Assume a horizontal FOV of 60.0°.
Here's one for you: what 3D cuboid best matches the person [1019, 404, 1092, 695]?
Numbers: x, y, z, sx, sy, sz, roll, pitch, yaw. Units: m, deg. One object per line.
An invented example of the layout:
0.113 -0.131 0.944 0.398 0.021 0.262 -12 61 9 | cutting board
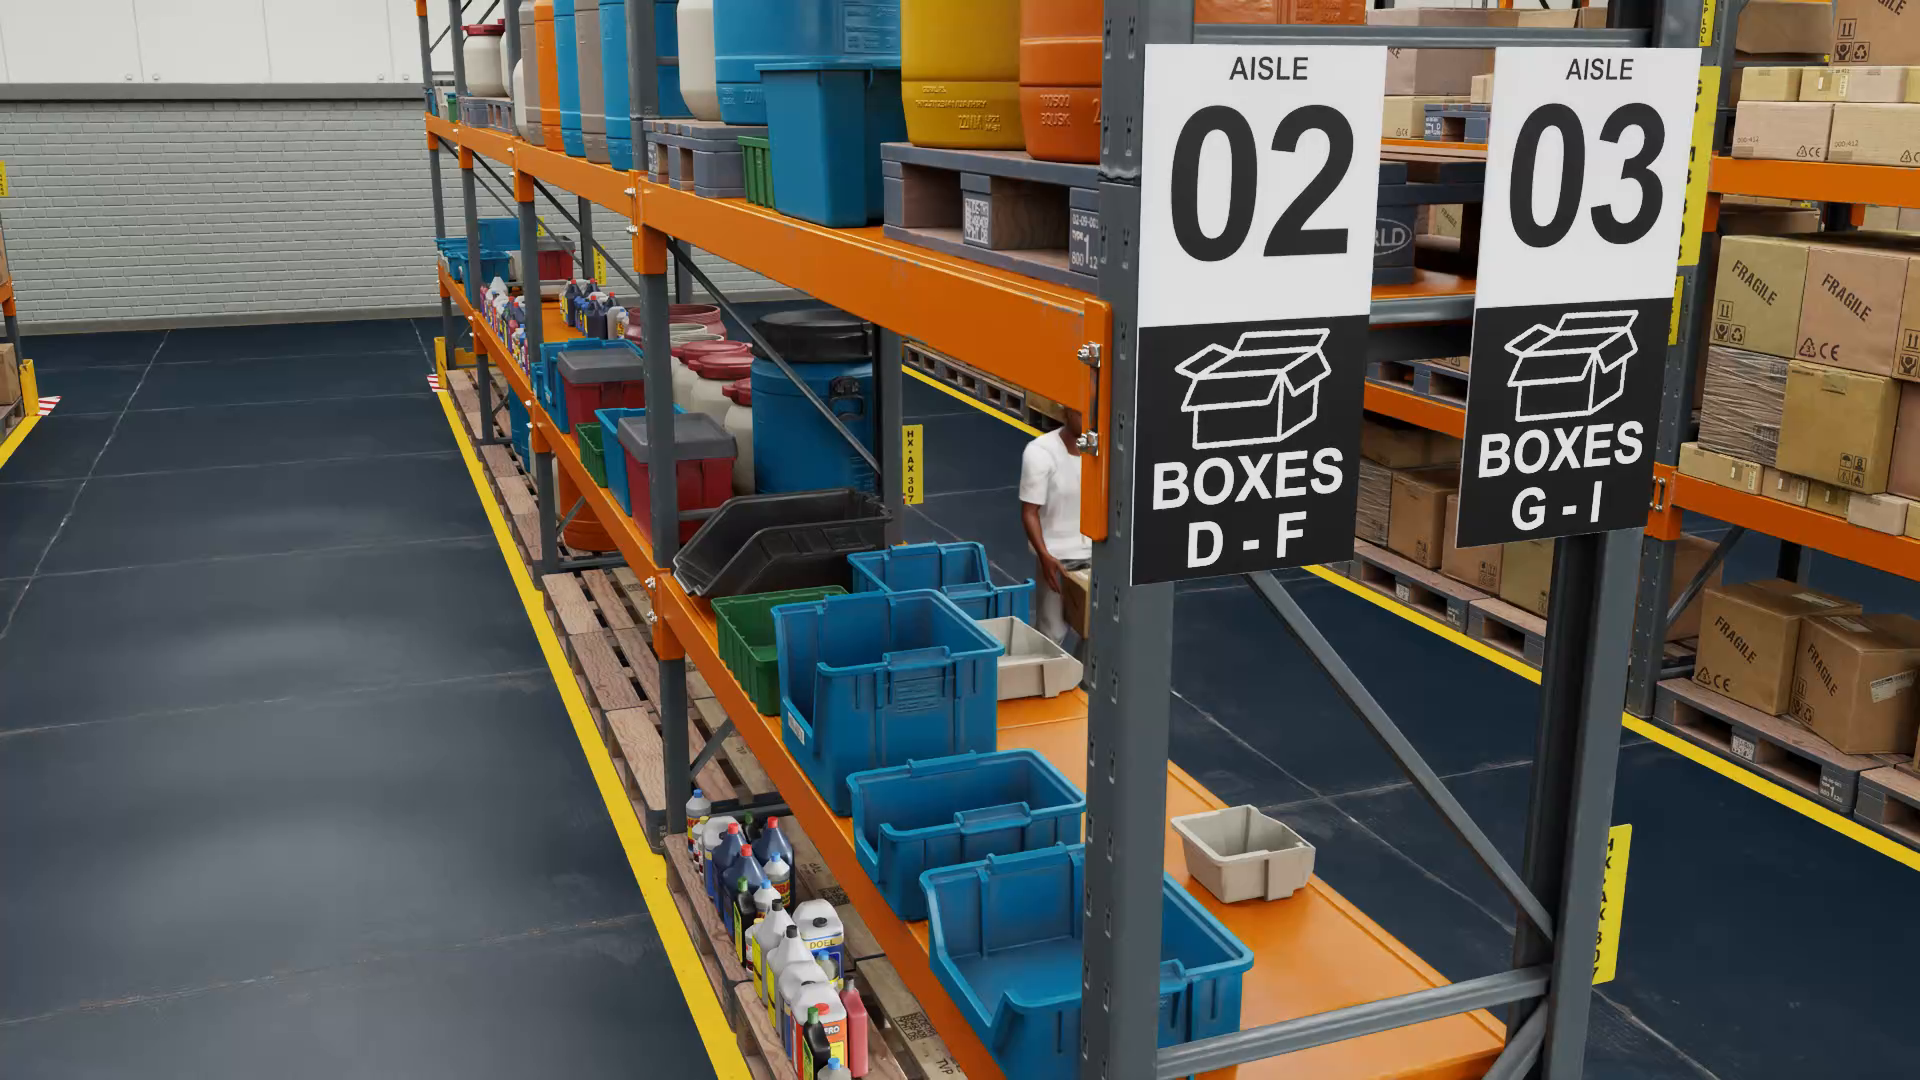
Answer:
0.571 0.081 8.191 0.577 1.764 0.446 -6 17 -21 | person
